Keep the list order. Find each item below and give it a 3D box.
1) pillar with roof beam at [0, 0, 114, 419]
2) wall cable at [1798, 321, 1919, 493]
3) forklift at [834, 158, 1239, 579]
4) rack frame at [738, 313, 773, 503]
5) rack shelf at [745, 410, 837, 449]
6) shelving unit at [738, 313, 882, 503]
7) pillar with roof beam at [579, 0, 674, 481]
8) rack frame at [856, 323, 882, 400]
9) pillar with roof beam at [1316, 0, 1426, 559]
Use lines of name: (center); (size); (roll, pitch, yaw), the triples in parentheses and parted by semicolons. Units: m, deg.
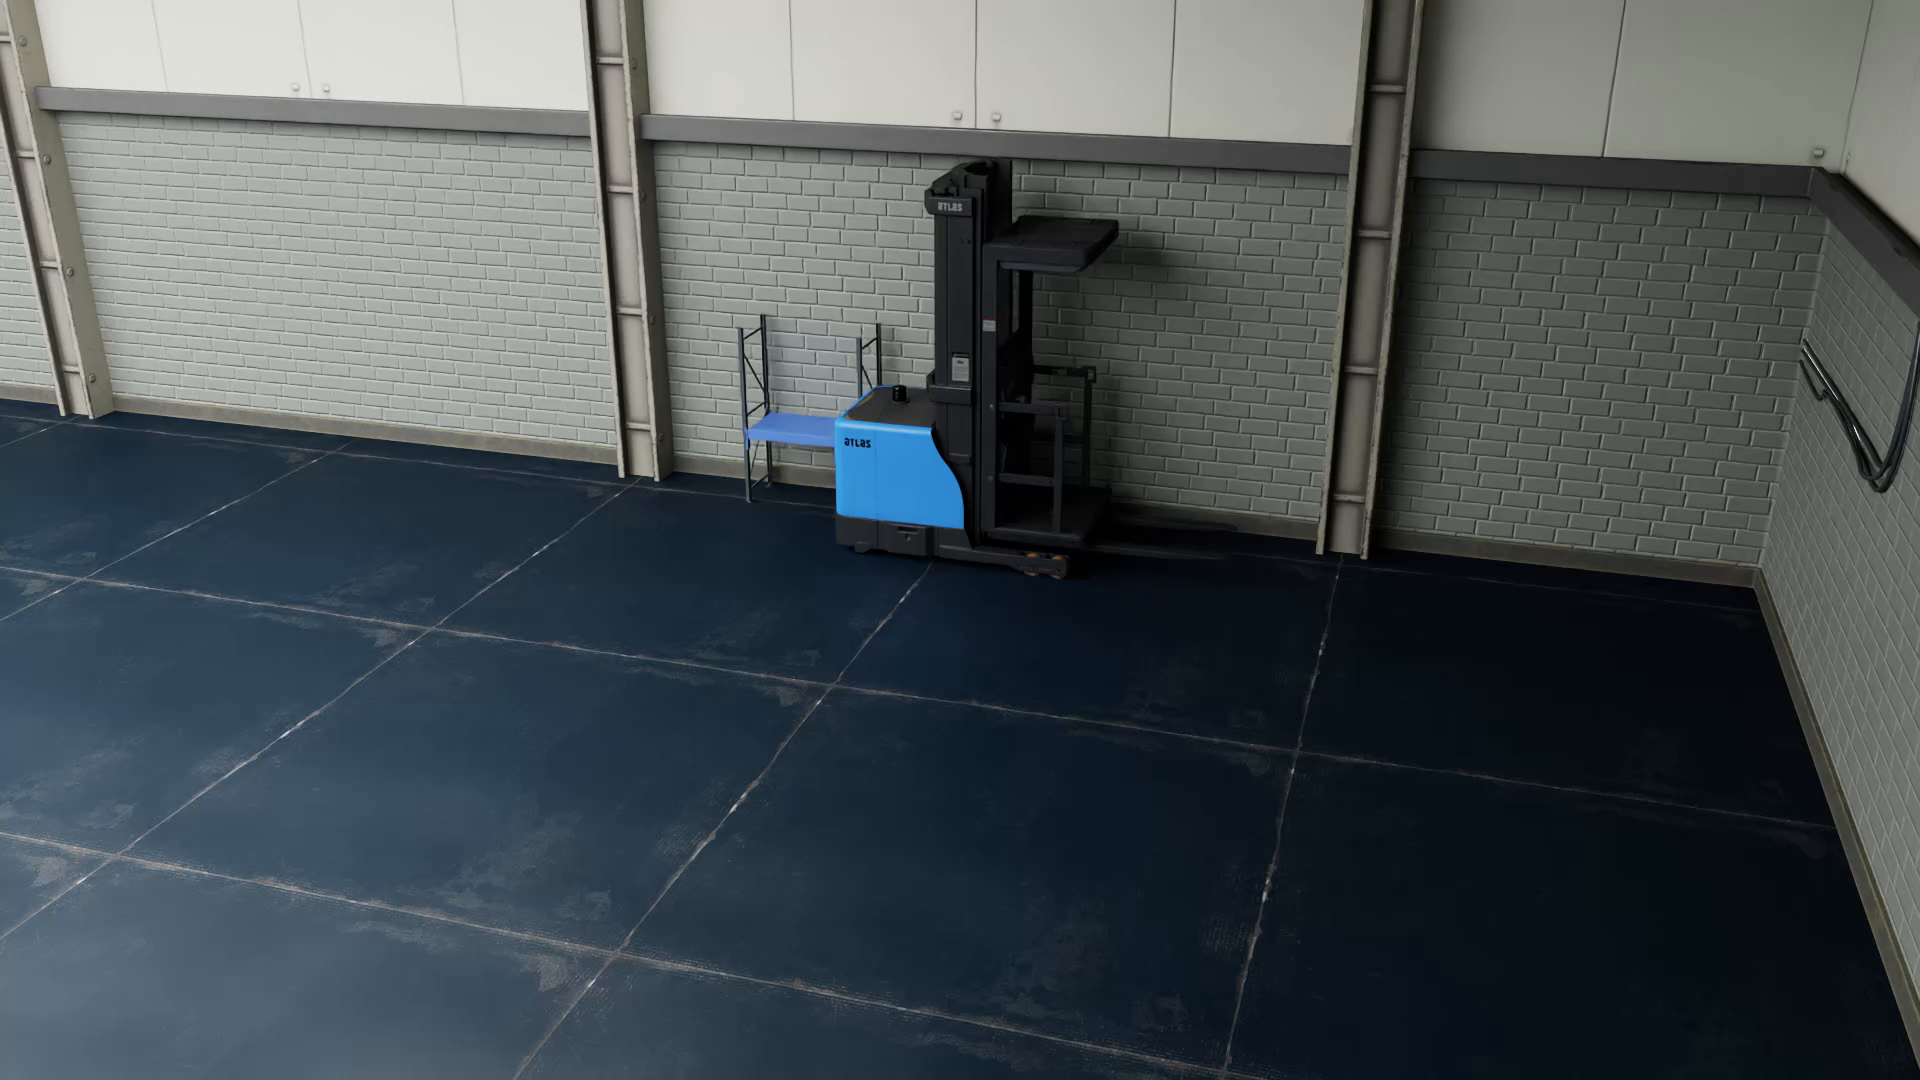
pillar with roof beam: (-9.734, -3.842, 10.684); (0.400, 9.000, 9.100); (7, 23, 16)
wall cable: (5.436, -1.851, 9.921); (0.112, 2.526, 3.097); (7, 23, 16)
forklift: (0.605, -1.289, 12.456); (3.031, 2.935, 1.130); (6, 23, 15)
rack frame: (-1.702, -1.096, 13.869); (0.032, 1.500, 0.500); (7, 23, 16)
rack shelf: (-1.216, -0.872, 13.800); (1.000, 0.185, 0.538); (7, 23, 16)
shelving unit: (-1.216, -1.039, 13.731); (1.048, 1.500, 0.538); (7, 23, 16)
pillar with roof beam: (-3.990, -3.184, 9.081); (0.400, 9.000, 9.100); (7, 23, 16)
rack frame: (-0.730, -0.982, 13.593); (0.032, 1.500, 0.500); (7, 23, 16)
pillar with roof beam: (1.754, -2.527, 7.477); (0.400, 9.000, 9.100); (7, 23, 16)
